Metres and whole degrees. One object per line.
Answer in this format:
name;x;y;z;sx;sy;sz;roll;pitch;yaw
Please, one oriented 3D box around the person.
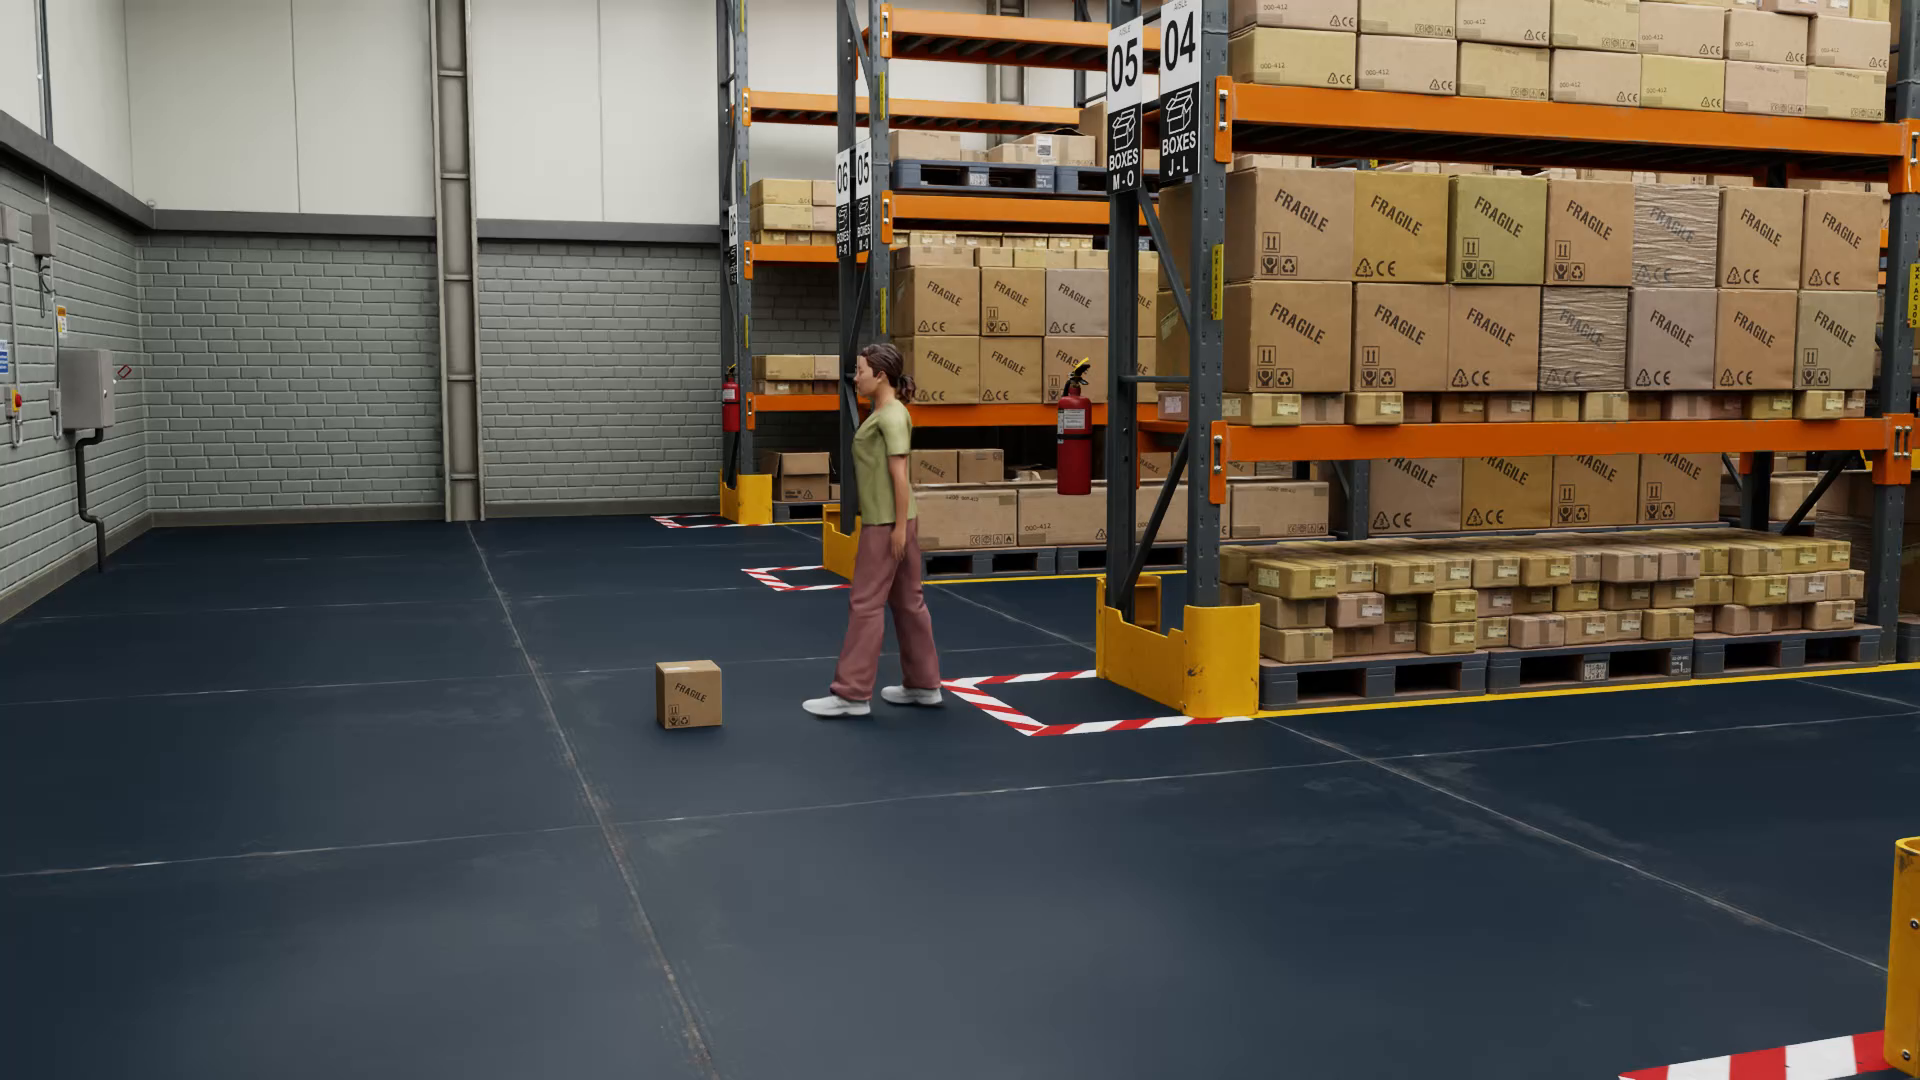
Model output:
person;-0.391;-0.060;7.553;0.620;1.662;0.484;0;6;2
